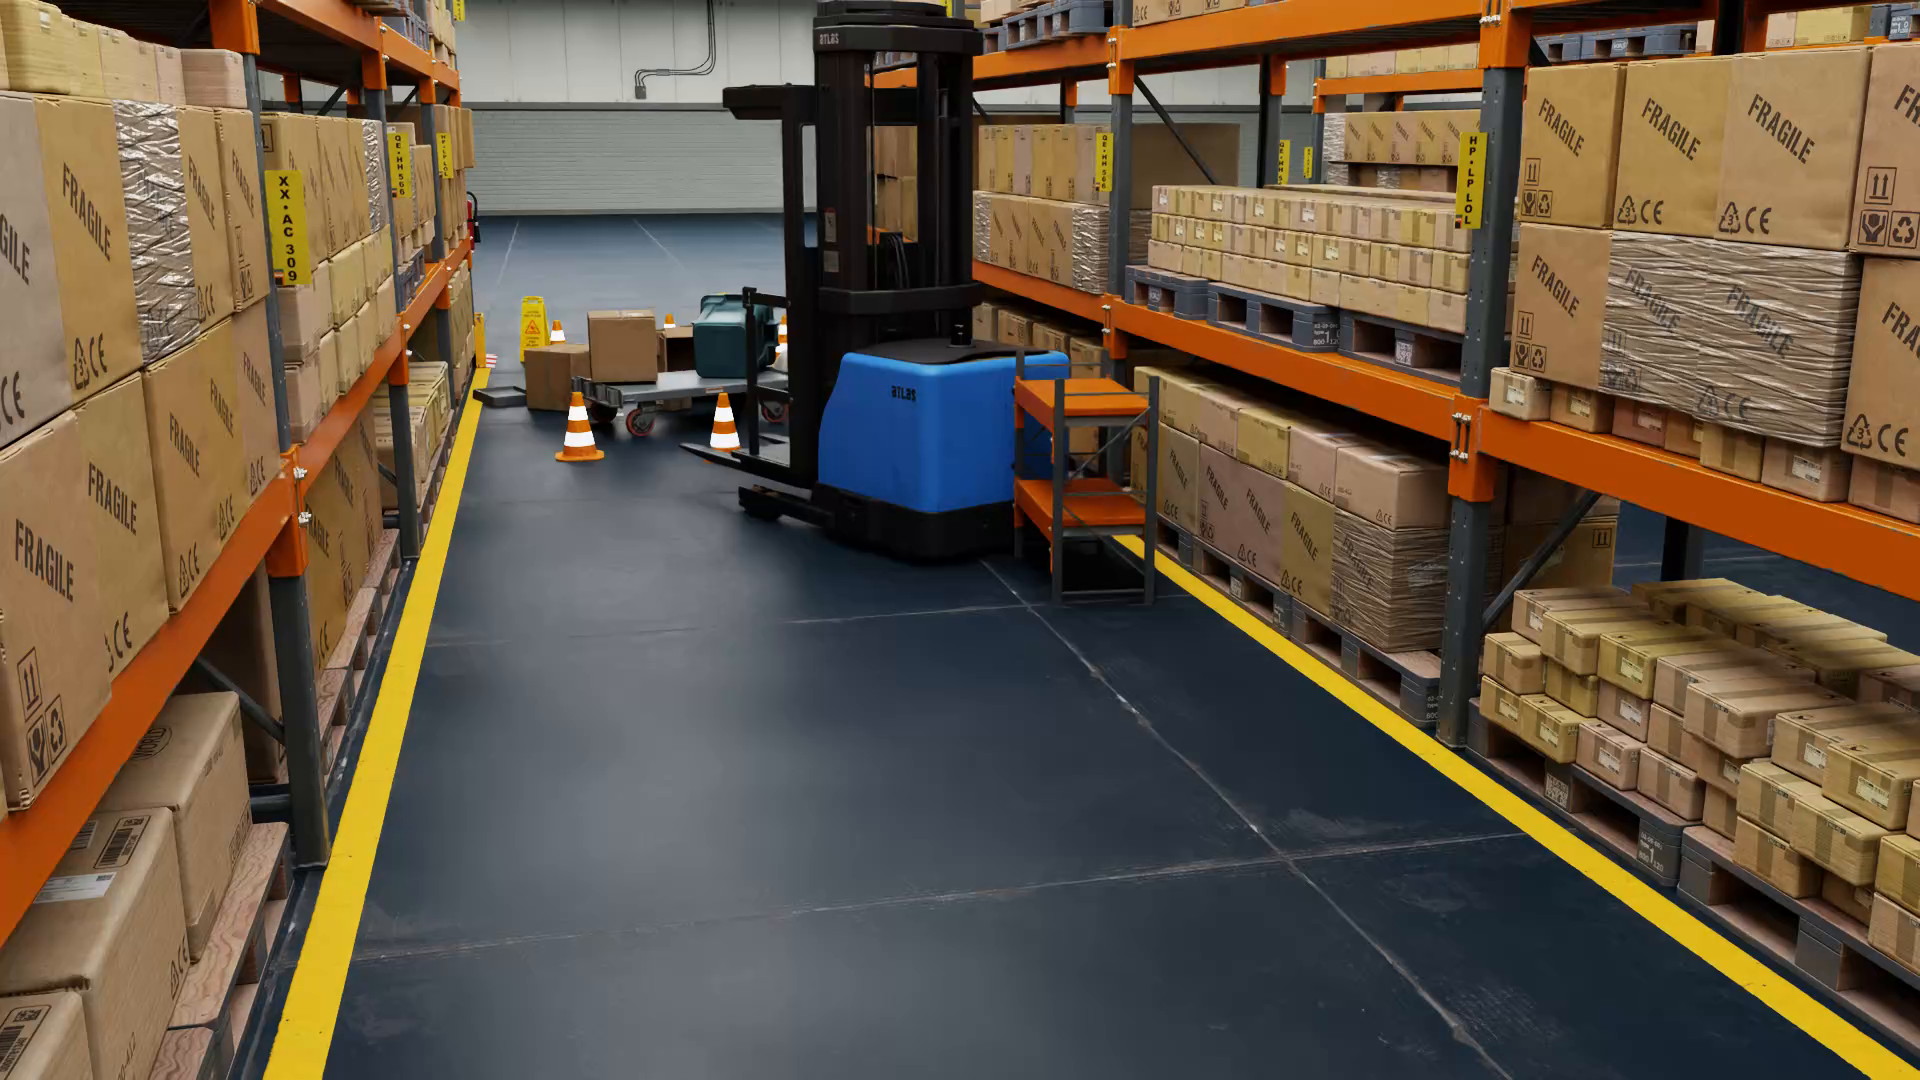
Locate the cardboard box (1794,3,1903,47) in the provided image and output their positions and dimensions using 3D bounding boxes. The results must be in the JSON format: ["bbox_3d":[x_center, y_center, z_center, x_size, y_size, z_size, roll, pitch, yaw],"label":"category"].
[{"bbox_3d":[5.861,-3.368,10.888,0.500,0.250,0.500,-3,14,-13],"label":"cardboard box"}]

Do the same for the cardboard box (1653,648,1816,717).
[{"bbox_3d":[2.382,0.453,5.123,0.380,0.149,0.250,-4,14,-15],"label":"cardboard box"}]

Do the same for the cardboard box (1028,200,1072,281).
[{"bbox_3d":[0.766,-2.002,11.093,0.500,0.500,0.500,-4,14,-14],"label":"cardboard box"}]

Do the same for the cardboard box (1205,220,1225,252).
[{"bbox_3d":[1.475,-1.556,8.494,0.380,0.149,0.250,-3,14,-13],"label":"cardboard box"}]

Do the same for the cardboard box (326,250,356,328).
[{"bbox_3d":[-2.554,-0.936,6.202,0.500,0.250,0.500,-3,14,-12],"label":"cardboard box"}]

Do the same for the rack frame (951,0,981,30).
[{"bbox_3d":[0.426,-5.472,12.862,1.000,3.000,0.127,-3,14,-13],"label":"rack frame"}]

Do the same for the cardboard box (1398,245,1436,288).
[{"bbox_3d":[1.957,-1.080,6.544,0.380,0.149,0.250,-3,14,-13],"label":"cardboard box"}]

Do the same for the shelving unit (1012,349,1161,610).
[{"bbox_3d":[0.618,-0.338,8.441,0.538,1.125,1.048,-2,14,-8],"label":"shelving unit"}]

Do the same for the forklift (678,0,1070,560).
[{"bbox_3d":[-0.685,-1.612,9.848,1.130,2.935,3.031,-11,17,-37],"label":"forklift"}]

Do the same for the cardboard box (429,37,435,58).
[{"bbox_3d":[-4.201,-3.742,12.634,0.380,0.149,0.250,-3,14,-13],"label":"cardboard box"}]

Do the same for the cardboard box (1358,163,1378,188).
[{"bbox_3d":[4.668,-3.689,17.370,0.875,0.500,0.500,-3,14,-13],"label":"cardboard box"}]

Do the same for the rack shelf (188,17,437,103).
[{"bbox_3d":[-3.892,-2.904,10.190,1.077,0.370,4.000,-3,14,-13],"label":"rack shelf"}]

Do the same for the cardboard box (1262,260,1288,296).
[{"bbox_3d":[1.648,-1.236,7.811,0.380,0.149,0.250,-4,14,-15],"label":"cardboard box"}]

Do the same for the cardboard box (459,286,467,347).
[{"bbox_3d":[-4.495,-1.884,14.148,0.500,0.500,0.500,-3,14,-10],"label":"cardboard box"}]

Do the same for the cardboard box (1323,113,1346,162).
[{"bbox_3d":[4.196,-4.270,17.640,0.500,0.500,0.500,-3,14,-13],"label":"cardboard box"}]

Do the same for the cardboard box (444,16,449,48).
[{"bbox_3d":[-4.555,-4.255,13.891,0.500,0.250,0.500,-3,14,-13],"label":"cardboard box"}]

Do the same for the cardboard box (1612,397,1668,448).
[{"bbox_3d":[2.300,-0.392,5.241,0.380,0.149,0.250,-4,14,-16],"label":"cardboard box"}]

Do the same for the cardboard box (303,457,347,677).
[{"bbox_3d":[-2.926,0.069,6.416,0.875,0.875,0.875,-3,14,-12],"label":"cardboard box"}]

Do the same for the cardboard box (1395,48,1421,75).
[{"bbox_3d":[4.560,-4.639,16.091,0.500,0.250,0.500,-3,14,-12],"label":"cardboard box"}]

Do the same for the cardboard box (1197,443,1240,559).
[{"bbox_3d":[1.530,-0.213,8.360,0.500,0.500,0.500,-4,14,-15],"label":"cardboard box"}]

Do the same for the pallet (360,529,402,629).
[{"bbox_3d":[-3.310,0.205,8.142,1.003,0.211,1.213,-3,14,-13],"label":"pallet"}]

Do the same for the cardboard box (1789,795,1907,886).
[{"bbox_3d":[2.451,0.781,4.406,0.380,0.149,0.250,-3,14,-13],"label":"cardboard box"}]

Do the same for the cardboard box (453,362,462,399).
[{"bbox_3d":[-4.238,-1.277,13.244,0.500,0.250,0.500,-4,14,-16],"label":"cardboard box"}]

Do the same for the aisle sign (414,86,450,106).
[{"bbox_3d":[-5.034,-4.474,15.942,0.394,0.787,0.004,-3,14,-13],"label":"aisle sign"}]

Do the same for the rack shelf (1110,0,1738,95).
[{"bbox_3d":[1.835,-2.281,7.638,1.077,0.370,4.000,-3,14,-13],"label":"rack shelf"}]

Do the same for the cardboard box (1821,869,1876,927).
[{"bbox_3d":[2.558,0.924,4.445,0.380,0.149,0.250,-3,14,-12],"label":"cardboard box"}]

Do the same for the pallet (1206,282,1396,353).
[{"bbox_3d":[1.870,-1.087,7.960,1.003,0.211,1.213,-3,14,-13],"label":"pallet"}]

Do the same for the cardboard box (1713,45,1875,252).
[{"bbox_3d":[2.399,-1.036,4.404,0.500,0.500,0.500,-3,14,-12],"label":"cardboard box"}]

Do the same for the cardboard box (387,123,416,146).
[{"bbox_3d":[-3.772,-2.656,10.890,0.380,0.149,0.250,-4,14,-16],"label":"cardboard box"}]

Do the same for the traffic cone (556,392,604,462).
[{"bbox_3d":[-2.710,-0.818,11.799,0.336,0.463,0.334,-3,14,-13],"label":"traffic cone"}]

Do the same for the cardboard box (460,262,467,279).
[{"bbox_3d":[-4.652,-2.419,14.970,0.380,0.149,0.250,-3,14,-12],"label":"cardboard box"}]

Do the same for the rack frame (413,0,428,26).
[{"bbox_3d":[-4.362,-5.172,11.637,1.000,3.000,0.127,-3,14,-13],"label":"rack frame"}]

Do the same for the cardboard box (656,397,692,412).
[{"bbox_3d":[-2.467,-1.237,13.933,0.396,0.266,0.258,10,17,35],"label":"cardboard box"}]

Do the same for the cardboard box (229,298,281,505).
[{"bbox_3d":[-2.125,-0.368,4.404,0.500,0.500,0.500,-3,14,-13],"label":"cardboard box"}]

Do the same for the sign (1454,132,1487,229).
[{"bbox_3d":[1.766,-1.242,5.753,0.100,0.325,0.005,-3,14,-13],"label":"sign"}]

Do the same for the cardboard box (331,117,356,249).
[{"bbox_3d":[-2.696,-1.415,6.581,0.500,0.500,0.500,-4,14,-14],"label":"cardboard box"}]

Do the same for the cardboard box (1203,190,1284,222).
[{"bbox_3d":[1.466,-1.708,8.490,0.380,0.149,0.250,-4,14,-16],"label":"cardboard box"}]

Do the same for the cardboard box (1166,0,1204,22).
[{"bbox_3d":[1.365,-2.879,8.359,0.500,0.500,0.500,-3,14,-13],"label":"cardboard box"}]

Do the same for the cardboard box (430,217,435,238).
[{"bbox_3d":[-3.973,-2.237,11.906,0.380,0.149,0.250,-3,14,-12],"label":"cardboard box"}]

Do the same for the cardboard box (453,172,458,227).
[{"bbox_3d":[-4.578,-2.915,14.199,0.500,0.500,0.500,-3,14,-13],"label":"cardboard box"}]

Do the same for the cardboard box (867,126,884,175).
[{"bbox_3d":[-0.464,-3.990,16.846,0.875,0.550,0.550,-3,14,-13],"label":"cardboard box"}]

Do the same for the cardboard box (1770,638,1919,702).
[{"bbox_3d":[2.791,0.426,5.233,0.380,0.149,0.250,-3,14,-11],"label":"cardboard box"}]

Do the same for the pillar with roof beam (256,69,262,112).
[{"bbox_3d":[-13.699,-12.767,42.725,9.100,9.000,0.400,-3,14,-13],"label":"pillar with roof beam"}]

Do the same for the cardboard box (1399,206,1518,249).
[{"bbox_3d":[1.957,-1.226,6.517,0.380,0.149,0.250,-4,14,-15],"label":"cardboard box"}]

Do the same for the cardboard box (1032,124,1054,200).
[{"bbox_3d":[0.907,-2.626,11.536,0.700,0.500,0.500,-3,14,-14],"label":"cardboard box"}]

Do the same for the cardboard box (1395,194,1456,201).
[{"bbox_3d":[2.288,-1.559,7.881,0.380,0.149,0.250,-3,14,-11],"label":"cardboard box"}]

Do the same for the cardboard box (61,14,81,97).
[{"bbox_3d":[-1.790,-0.854,2.919,0.380,0.149,0.250,-3,14,-13],"label":"cardboard box"}]

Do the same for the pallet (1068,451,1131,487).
[{"bbox_3d":[1.254,-0.466,10.890,1.003,0.211,1.213,-3,14,-13],"label":"pallet"}]

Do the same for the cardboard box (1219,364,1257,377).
[{"bbox_3d":[1.781,-0.845,9.369,0.500,0.250,0.500,-4,14,-15],"label":"cardboard box"}]

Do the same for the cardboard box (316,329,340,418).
[{"bbox_3d":[-2.453,-0.575,5.777,0.500,0.250,0.500,-4,14,-15],"label":"cardboard box"}]

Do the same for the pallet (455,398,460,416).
[{"bbox_3d":[-4.554,-1.056,13.306,1.003,0.211,1.213,-3,14,-13],"label":"pallet"}]
